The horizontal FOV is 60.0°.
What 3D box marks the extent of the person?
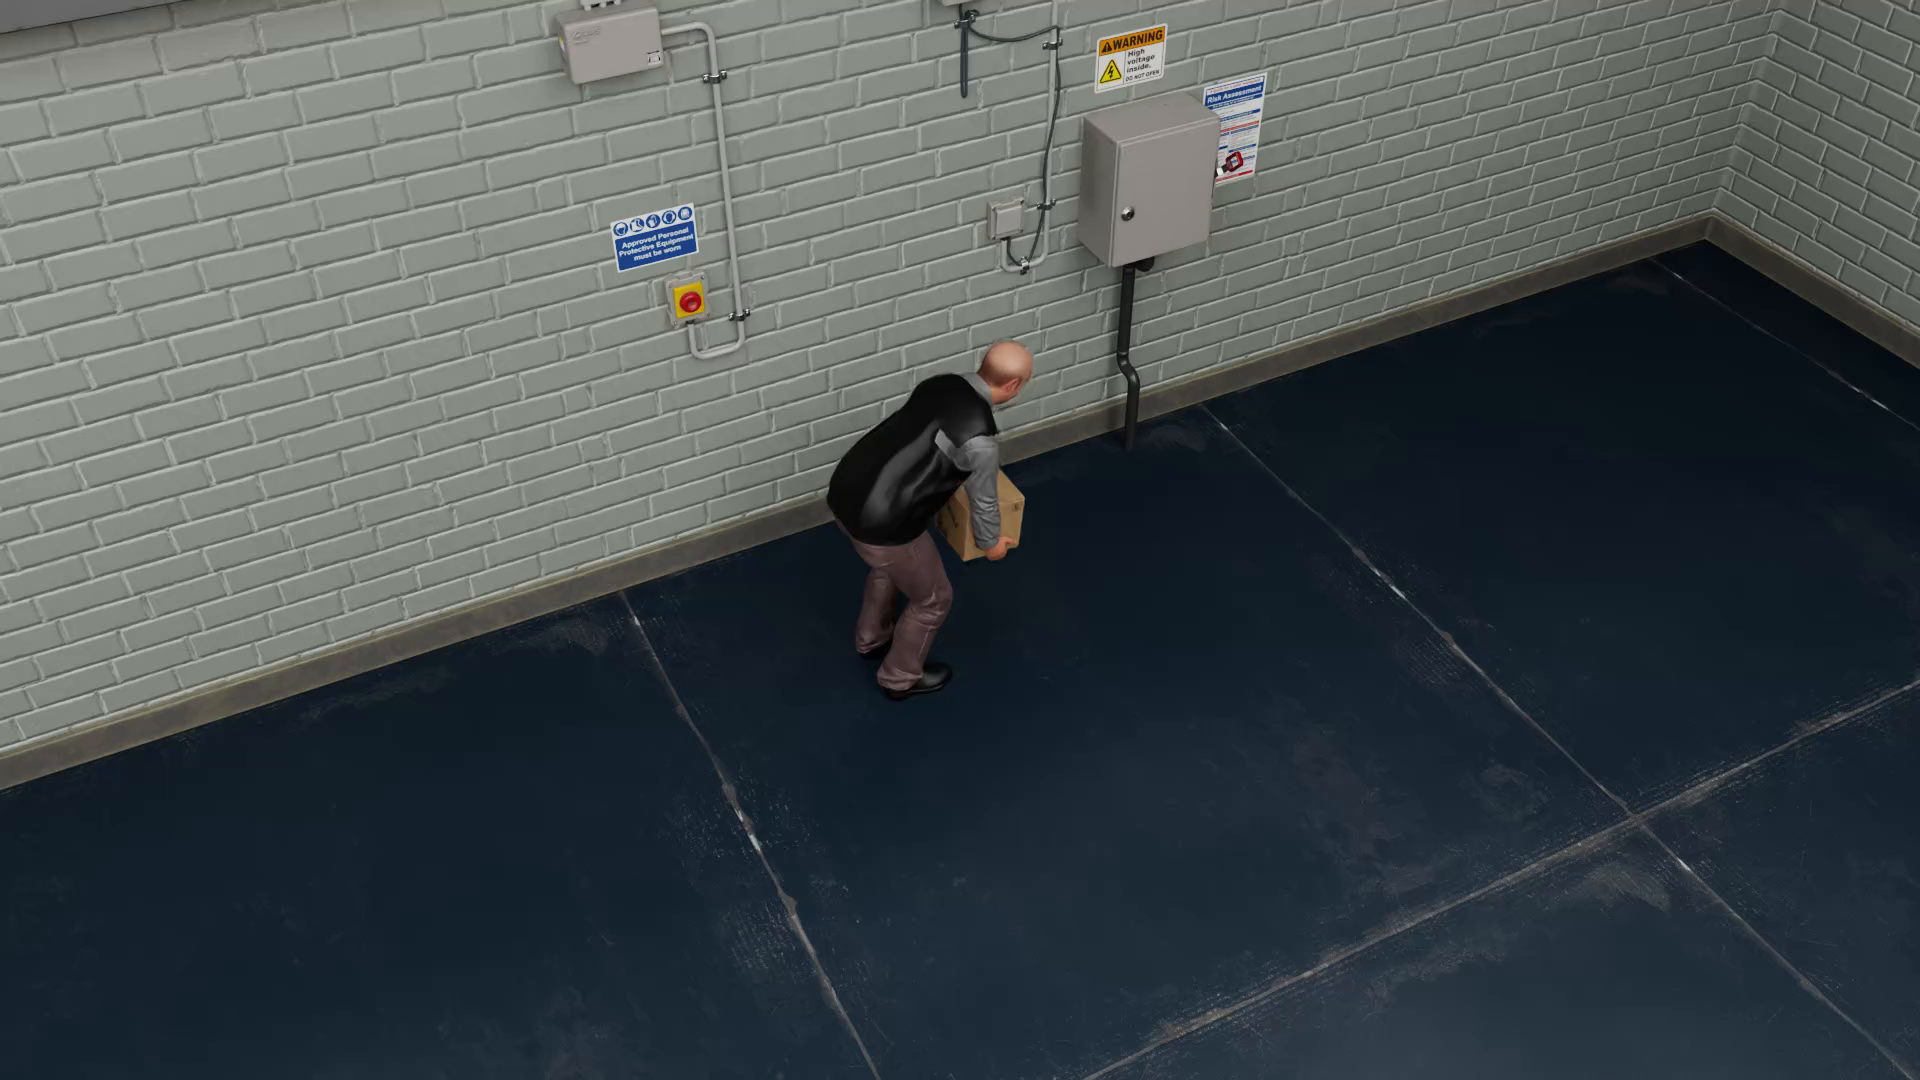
[{"bbox_3d":[-0.094,-0.075,6.494,0.833,1.424,0.470,-20,45,-21],"label":"person"}]
